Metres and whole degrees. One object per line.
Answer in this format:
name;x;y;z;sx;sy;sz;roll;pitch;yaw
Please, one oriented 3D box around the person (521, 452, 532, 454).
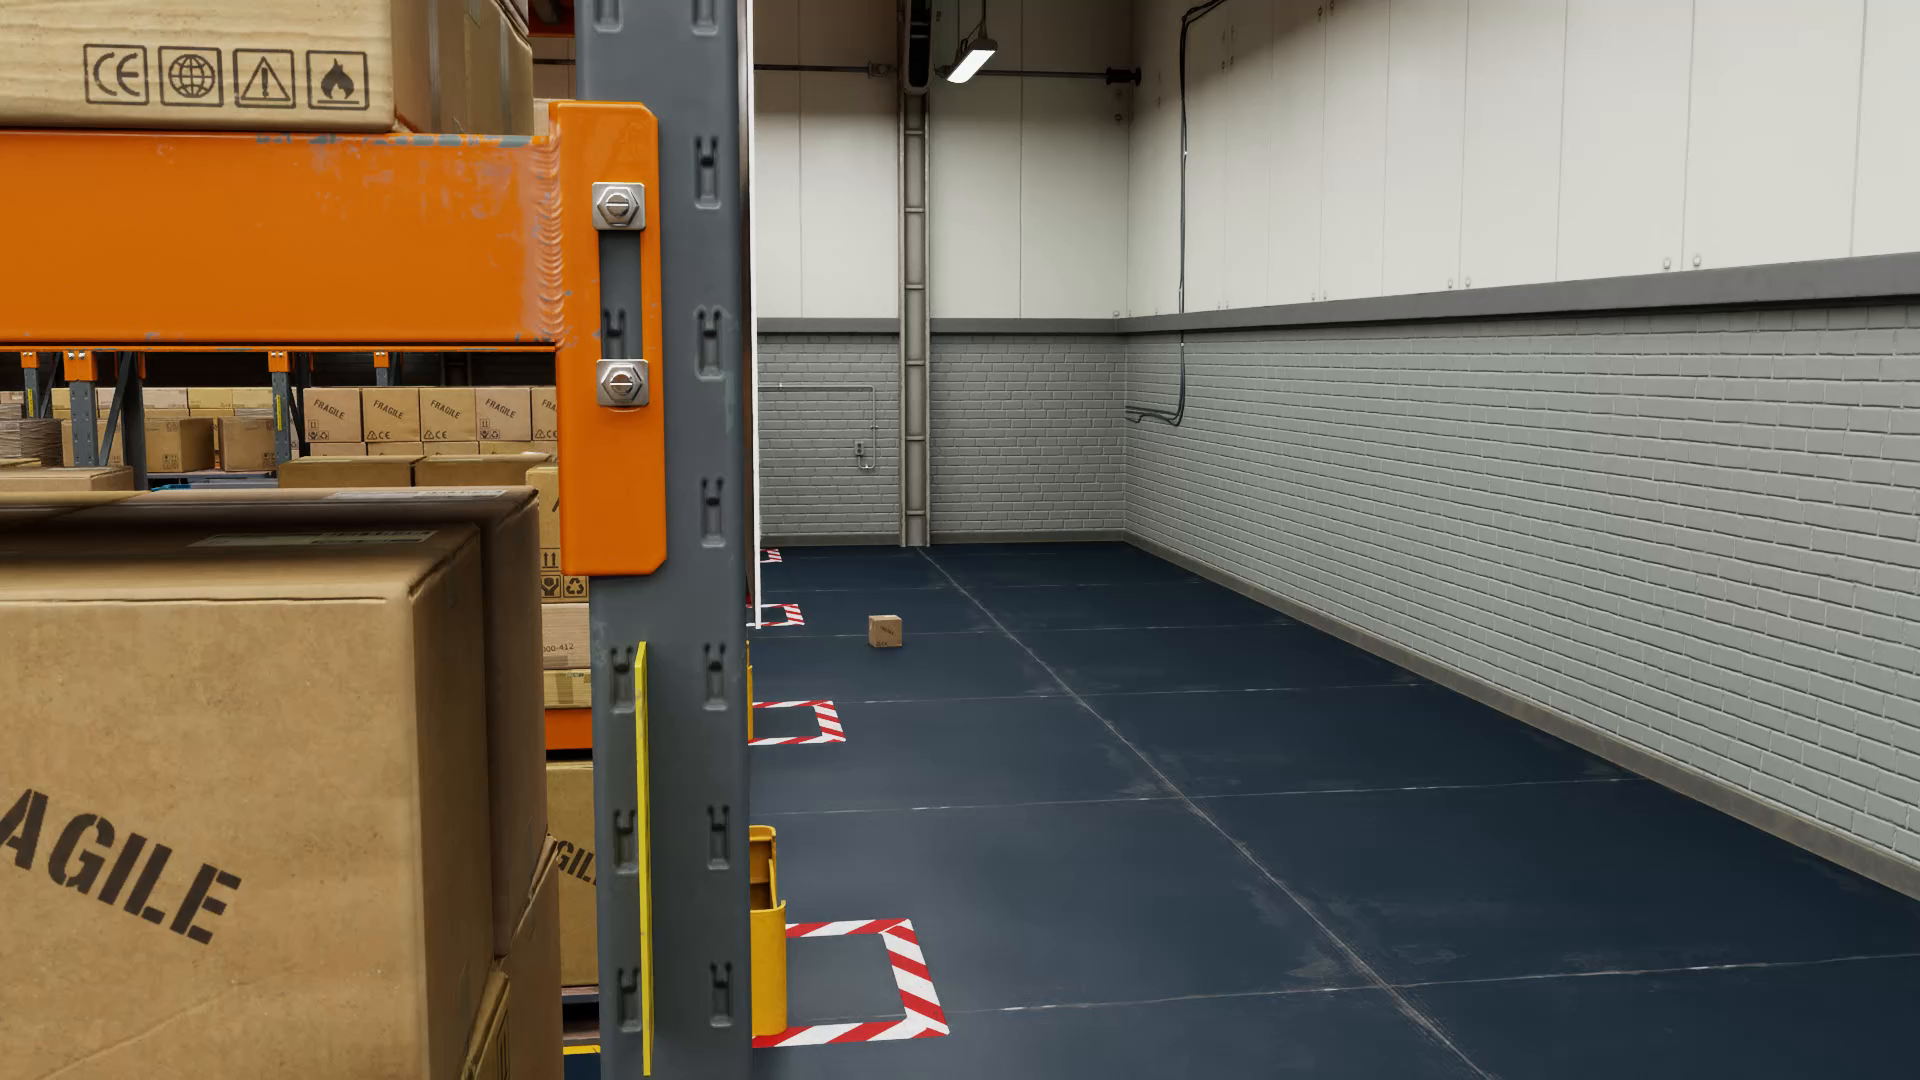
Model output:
person;-3.951;0.083;14.730;0.995;1.720;0.552;-1;6;-5
